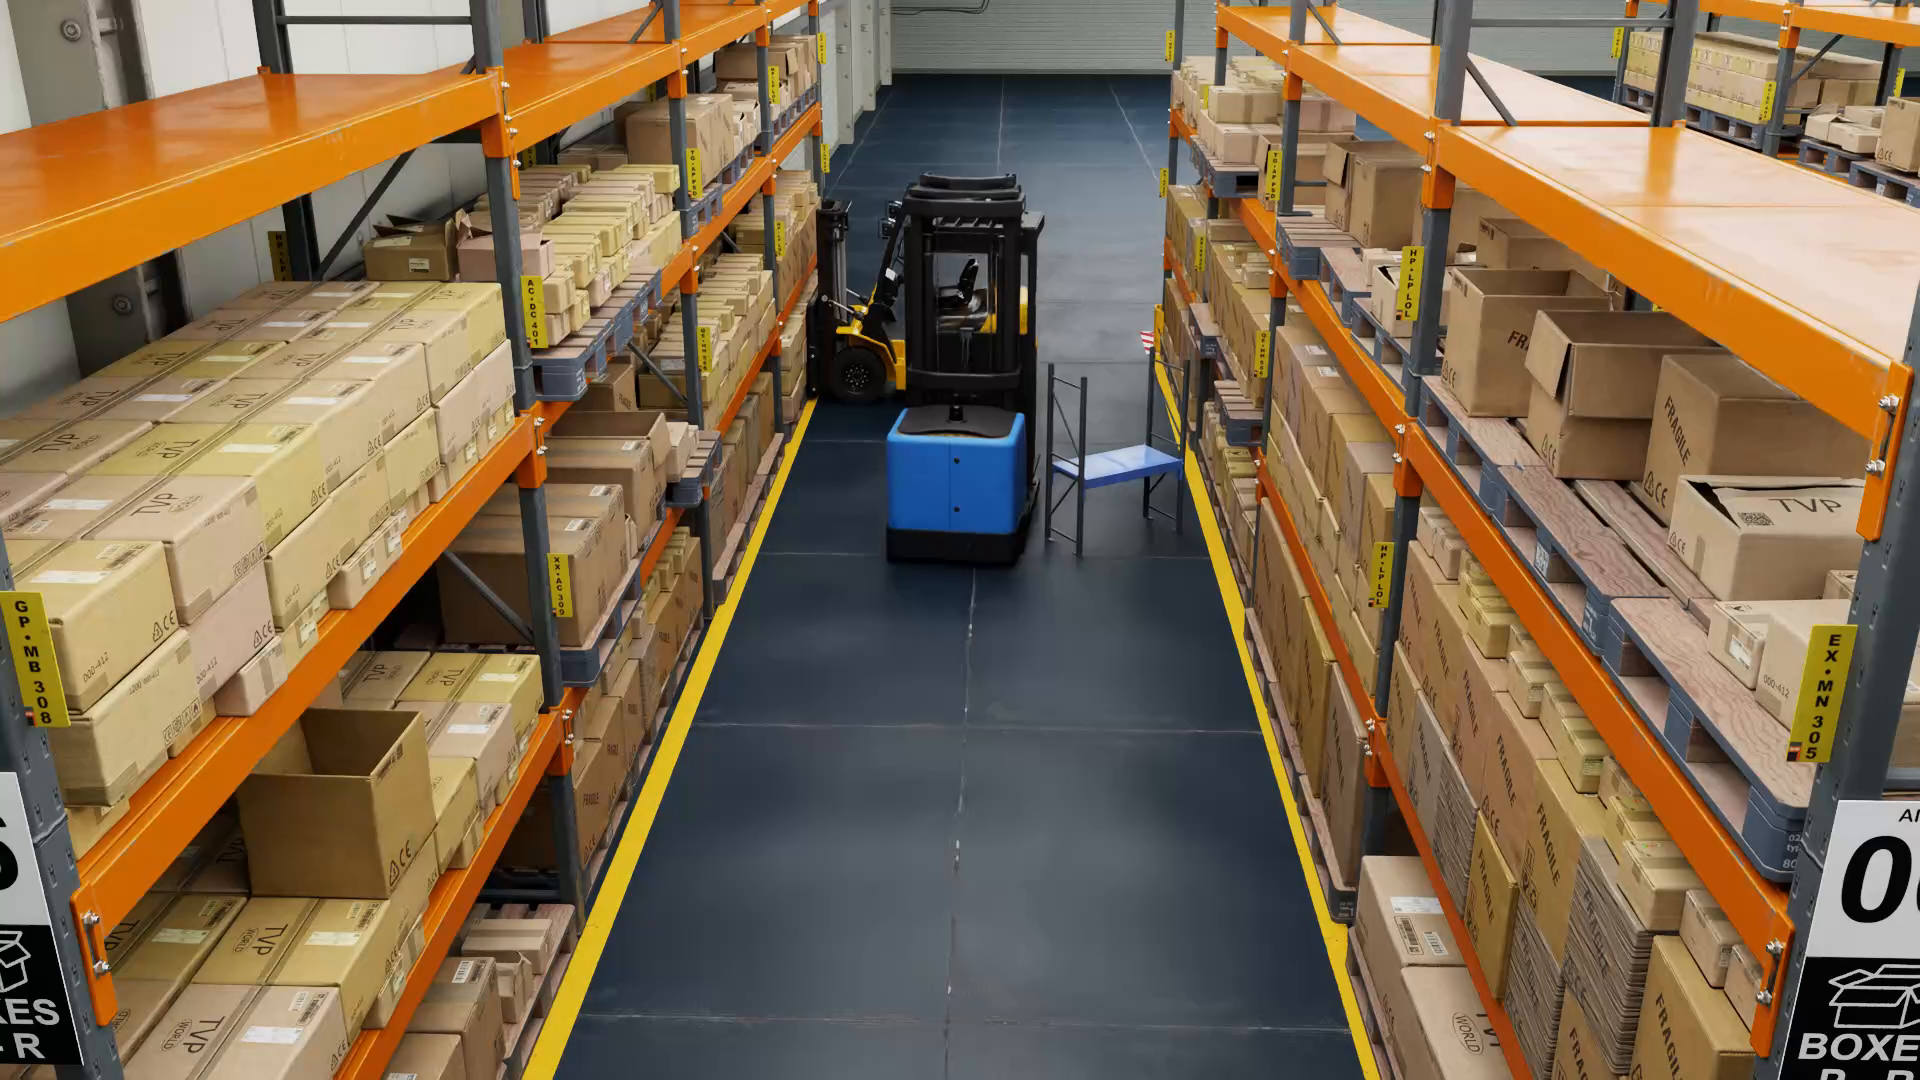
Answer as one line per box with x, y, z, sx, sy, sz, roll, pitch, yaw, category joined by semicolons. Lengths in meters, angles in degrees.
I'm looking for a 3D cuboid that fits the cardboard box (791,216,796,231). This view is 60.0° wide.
-1.867;-3.200;16.887;0.380;0.149;0.250;0;21;0;cardboard box

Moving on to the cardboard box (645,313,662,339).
-2.533;-1.670;12.945;0.380;0.149;0.250;1;21;1;cardboard box

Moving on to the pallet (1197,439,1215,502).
2.732;-0.641;15.182;1.003;0.211;1.213;1;21;2;pallet

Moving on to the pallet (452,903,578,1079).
-2.472;2.165;7.950;1.003;0.211;1.213;1;21;2;pallet

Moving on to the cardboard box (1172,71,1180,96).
2.594;-4.957;18.101;0.500;0.250;0.500;0;21;1;cardboard box

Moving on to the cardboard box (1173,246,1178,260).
2.522;-3.153;18.150;0.380;0.149;0.250;1;21;2;cardboard box

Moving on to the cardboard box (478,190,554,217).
-2.638;-1.984;9.886;0.380;0.149;0.250;1;21;1;cardboard box

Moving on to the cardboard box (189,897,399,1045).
-2.262;1.468;5.689;0.500;0.250;0.500;0;21;1;cardboard box

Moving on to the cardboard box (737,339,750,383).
-2.025;-1.473;13.679;0.500;0.250;0.500;1;21;3;cardboard box

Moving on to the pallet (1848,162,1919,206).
7.581;-2.706;12.765;1.003;0.211;1.213;2;21;4;pallet

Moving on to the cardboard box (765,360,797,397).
-1.884;-1.594;16.314;0.500;0.250;0.500;1;21;1;cardboard box

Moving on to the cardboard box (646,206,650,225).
-2.160;-2.025;10.403;0.380;0.149;0.250;1;21;3;cardboard box

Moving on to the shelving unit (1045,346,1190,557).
1.284;-0.738;13.652;1.048;1.500;0.538;-12;24;-29;shelving unit

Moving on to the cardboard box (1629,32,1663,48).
7.498;-5.429;18.047;0.380;0.149;0.250;1;21;2;cardboard box

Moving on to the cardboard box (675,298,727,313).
-2.085;-1.852;13.415;0.380;0.149;0.250;1;21;2;cardboard box

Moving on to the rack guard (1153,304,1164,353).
2.874;-2.476;19.512;1.175;0.500;0.348;1;21;2;rack guard

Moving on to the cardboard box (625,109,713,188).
-2.063;-2.776;11.827;0.500;0.500;0.500;1;21;2;cardboard box

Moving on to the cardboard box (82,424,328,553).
-2.272;-0.160;5.047;0.500;0.250;0.500;0;21;1;cardboard box

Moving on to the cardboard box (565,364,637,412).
-2.501;-0.887;11.244;0.500;0.500;0.500;2;21;4;cardboard box

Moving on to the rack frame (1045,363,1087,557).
0.849;-0.643;13.407;0.032;1.500;0.500;-12;24;-29;rack frame

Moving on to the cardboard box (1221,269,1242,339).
2.405;-1.892;13.421;0.500;0.500;0.500;0;21;-1;cardboard box

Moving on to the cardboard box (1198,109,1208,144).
2.336;-3.540;14.279;0.500;0.250;0.500;0;21;0;cardboard box

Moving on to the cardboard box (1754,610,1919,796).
2.313;0.382;4.034;0.500;0.250;0.500;-1;21;-3;cardboard box

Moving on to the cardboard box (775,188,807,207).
-1.824;-3.615;17.547;0.380;0.149;0.250;1;21;3;cardboard box

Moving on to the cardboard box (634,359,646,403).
-2.593;-1.158;12.176;0.500;0.250;0.500;1;21;3;cardboard box

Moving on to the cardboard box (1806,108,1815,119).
8.062;-3.950;15.337;0.380;0.149;0.250;1;21;2;cardboard box

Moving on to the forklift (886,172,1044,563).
0.119;-1.683;14.109;1.130;2.935;3.031;3;21;7;forklift

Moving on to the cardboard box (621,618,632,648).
-2.218;0.586;10.142;0.380;0.149;0.250;1;21;2;cardboard box

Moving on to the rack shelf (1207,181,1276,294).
2.693;-2.562;13.127;1.077;0.370;4.000;1;21;2;rack shelf

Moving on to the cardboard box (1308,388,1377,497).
2.318;-0.565;9.610;0.500;0.500;0.500;1;21;2;cardboard box

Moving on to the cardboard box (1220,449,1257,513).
2.703;-0.492;13.996;0.950;0.372;0.625;1;21;3;cardboard box

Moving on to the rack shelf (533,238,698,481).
-2.390;-1.169;9.537;1.077;0.370;4.000;1;21;2;rack shelf

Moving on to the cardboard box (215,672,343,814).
-2.762;0.734;6.543;0.500;0.500;0.500;0;21;0;cardboard box

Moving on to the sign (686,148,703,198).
-1.787;-2.462;11.160;0.100;0.325;0.005;1;21;2;sign

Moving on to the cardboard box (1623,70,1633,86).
7.496;-5.054;18.183;0.380;0.149;0.250;1;21;2;cardboard box

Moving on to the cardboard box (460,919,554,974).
-2.174;1.955;7.998;0.380;0.149;0.250;0;21;0;cardboard box

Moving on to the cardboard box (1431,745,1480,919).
2.194;1.152;6.569;0.500;0.500;0.500;1;21;2;cardboard box

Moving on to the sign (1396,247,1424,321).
1.968;-1.119;7.262;0.100;0.325;0.005;1;21;2;sign

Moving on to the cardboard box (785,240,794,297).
-1.934;-2.668;16.415;0.500;0.500;0.500;1;21;3;cardboard box

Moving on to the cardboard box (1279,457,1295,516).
2.368;-0.346;10.775;0.500;0.250;0.500;0;21;0;cardboard box

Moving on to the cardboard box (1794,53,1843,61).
8.078;-4.503;15.662;0.380;0.149;0.250;0;21;1;cardboard box

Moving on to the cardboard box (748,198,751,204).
-2.385;-3.532;17.331;0.380;0.149;0.250;1;21;2;cardboard box

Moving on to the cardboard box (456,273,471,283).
-2.573;-1.248;7.964;0.380;0.149;0.250;1;21;2;cardboard box

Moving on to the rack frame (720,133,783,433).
-2.207;-2.276;15.541;1.000;3.000;0.127;1;21;2;rack frame

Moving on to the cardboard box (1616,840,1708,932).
2.107;0.983;4.725;0.380;0.149;0.250;0;21;1;cardboard box

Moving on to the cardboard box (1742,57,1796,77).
7.405;-4.327;15.207;0.380;0.149;0.250;1;21;1;cardboard box

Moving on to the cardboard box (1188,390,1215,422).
2.504;-1.353;16.383;0.500;0.250;0.500;2;21;4;cardboard box

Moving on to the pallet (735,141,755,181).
-2.221;-3.266;14.210;0.805;0.209;1.217;0;21;-1;pallet

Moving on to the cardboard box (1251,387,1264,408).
2.343;-1.074;12.210;0.380;0.149;0.250;1;21;2;cardboard box

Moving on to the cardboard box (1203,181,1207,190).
3.079;-4.133;18.396;0.700;0.500;0.500;0;21;0;cardboard box

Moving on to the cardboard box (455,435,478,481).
-2.194;-0.346;6.767;0.380;0.149;0.250;1;21;3;cardboard box

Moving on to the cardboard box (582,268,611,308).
-1.999;-1.287;8.474;0.380;0.149;0.250;1;21;2;cardboard box

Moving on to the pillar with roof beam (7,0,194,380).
0.930;-1.891;6.255;9.100;9.000;0.400;1;21;2;pillar with roof beam

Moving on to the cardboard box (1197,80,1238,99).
2.451;-4.276;15.793;0.380;0.149;0.250;1;21;3;cardboard box

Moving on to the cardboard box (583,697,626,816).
-2.205;1.221;9.403;0.500;0.500;0.500;0;21;1;cardboard box

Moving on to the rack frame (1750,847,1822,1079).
2.389;2.116;4.221;1.000;3.000;0.127;1;21;2;rack frame
